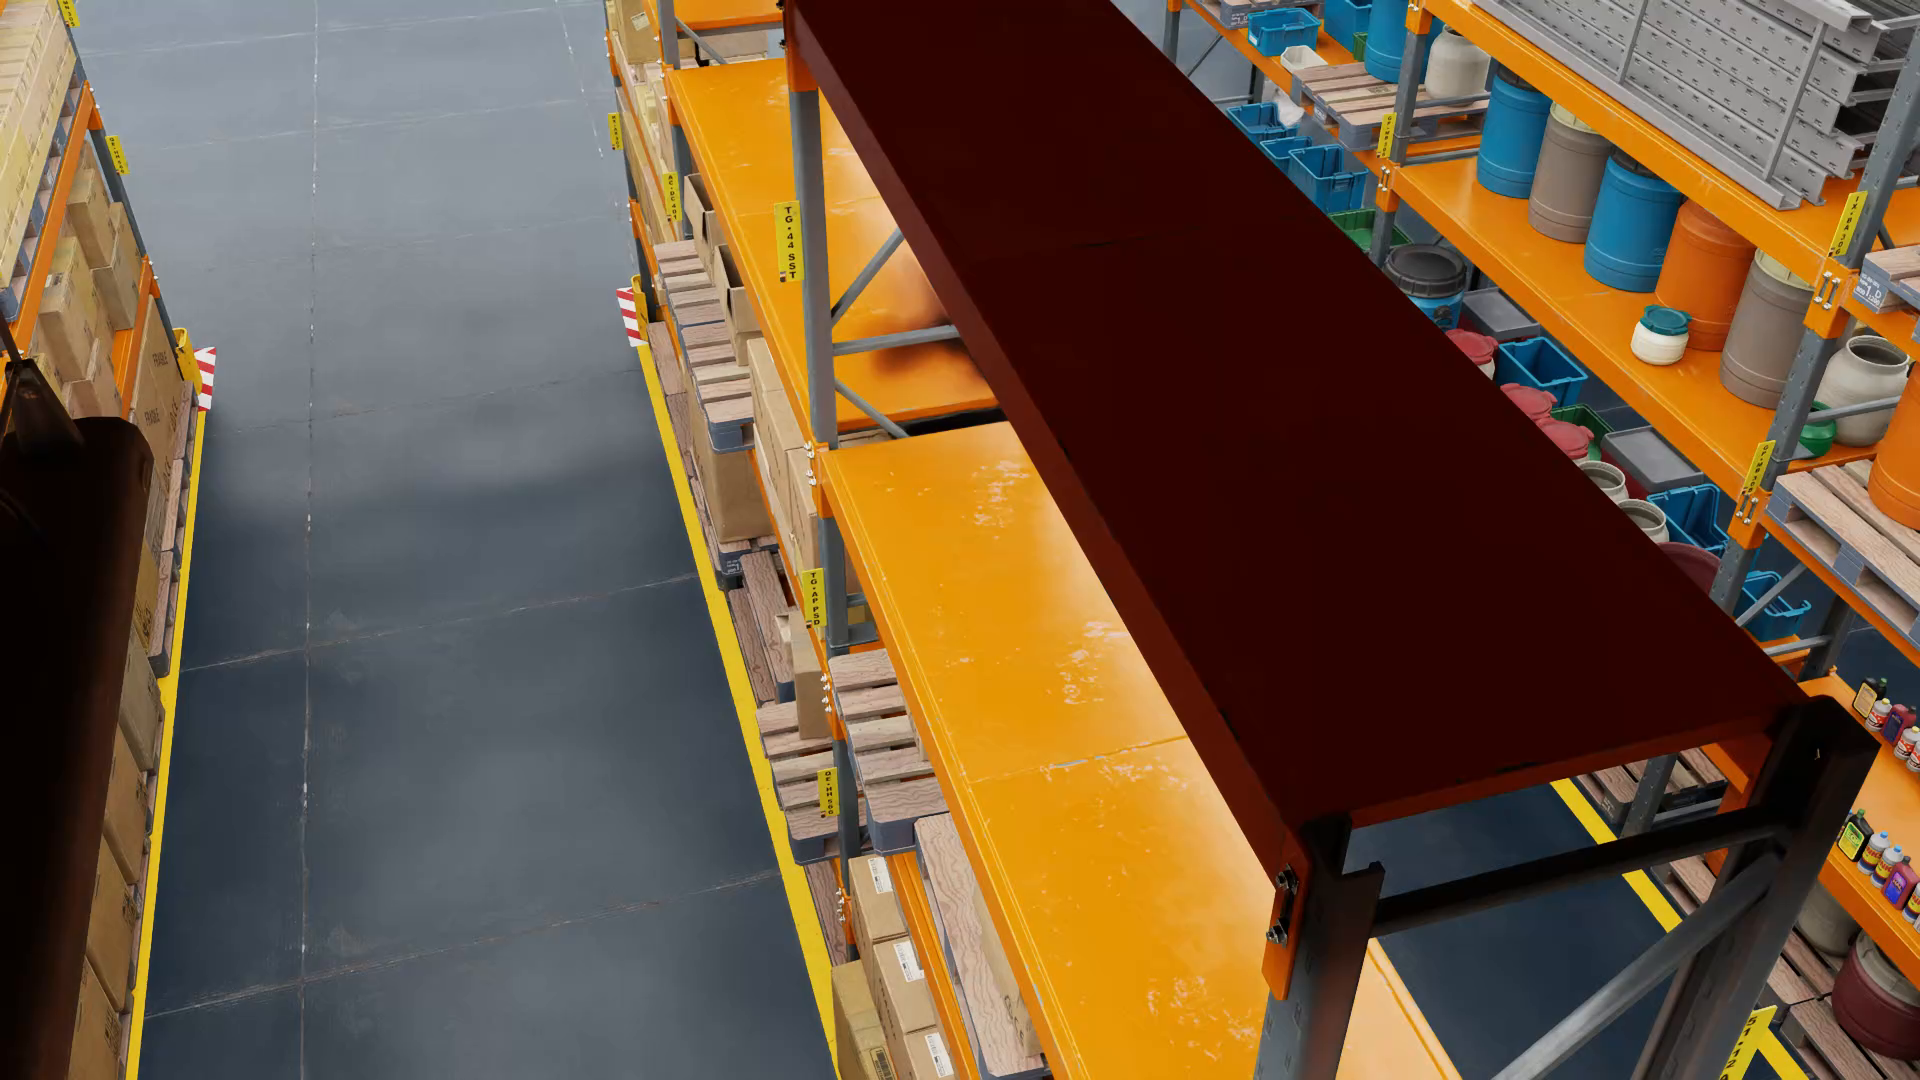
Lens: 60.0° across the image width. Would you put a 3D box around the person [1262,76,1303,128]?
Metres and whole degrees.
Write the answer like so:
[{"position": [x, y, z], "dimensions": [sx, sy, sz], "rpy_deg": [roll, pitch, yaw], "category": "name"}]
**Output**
[{"position": [3.243, -4.206, 16.749], "dimensions": [0.698, 1.808, 0.647], "rpy_deg": [28, 46, 31], "category": "person"}]
